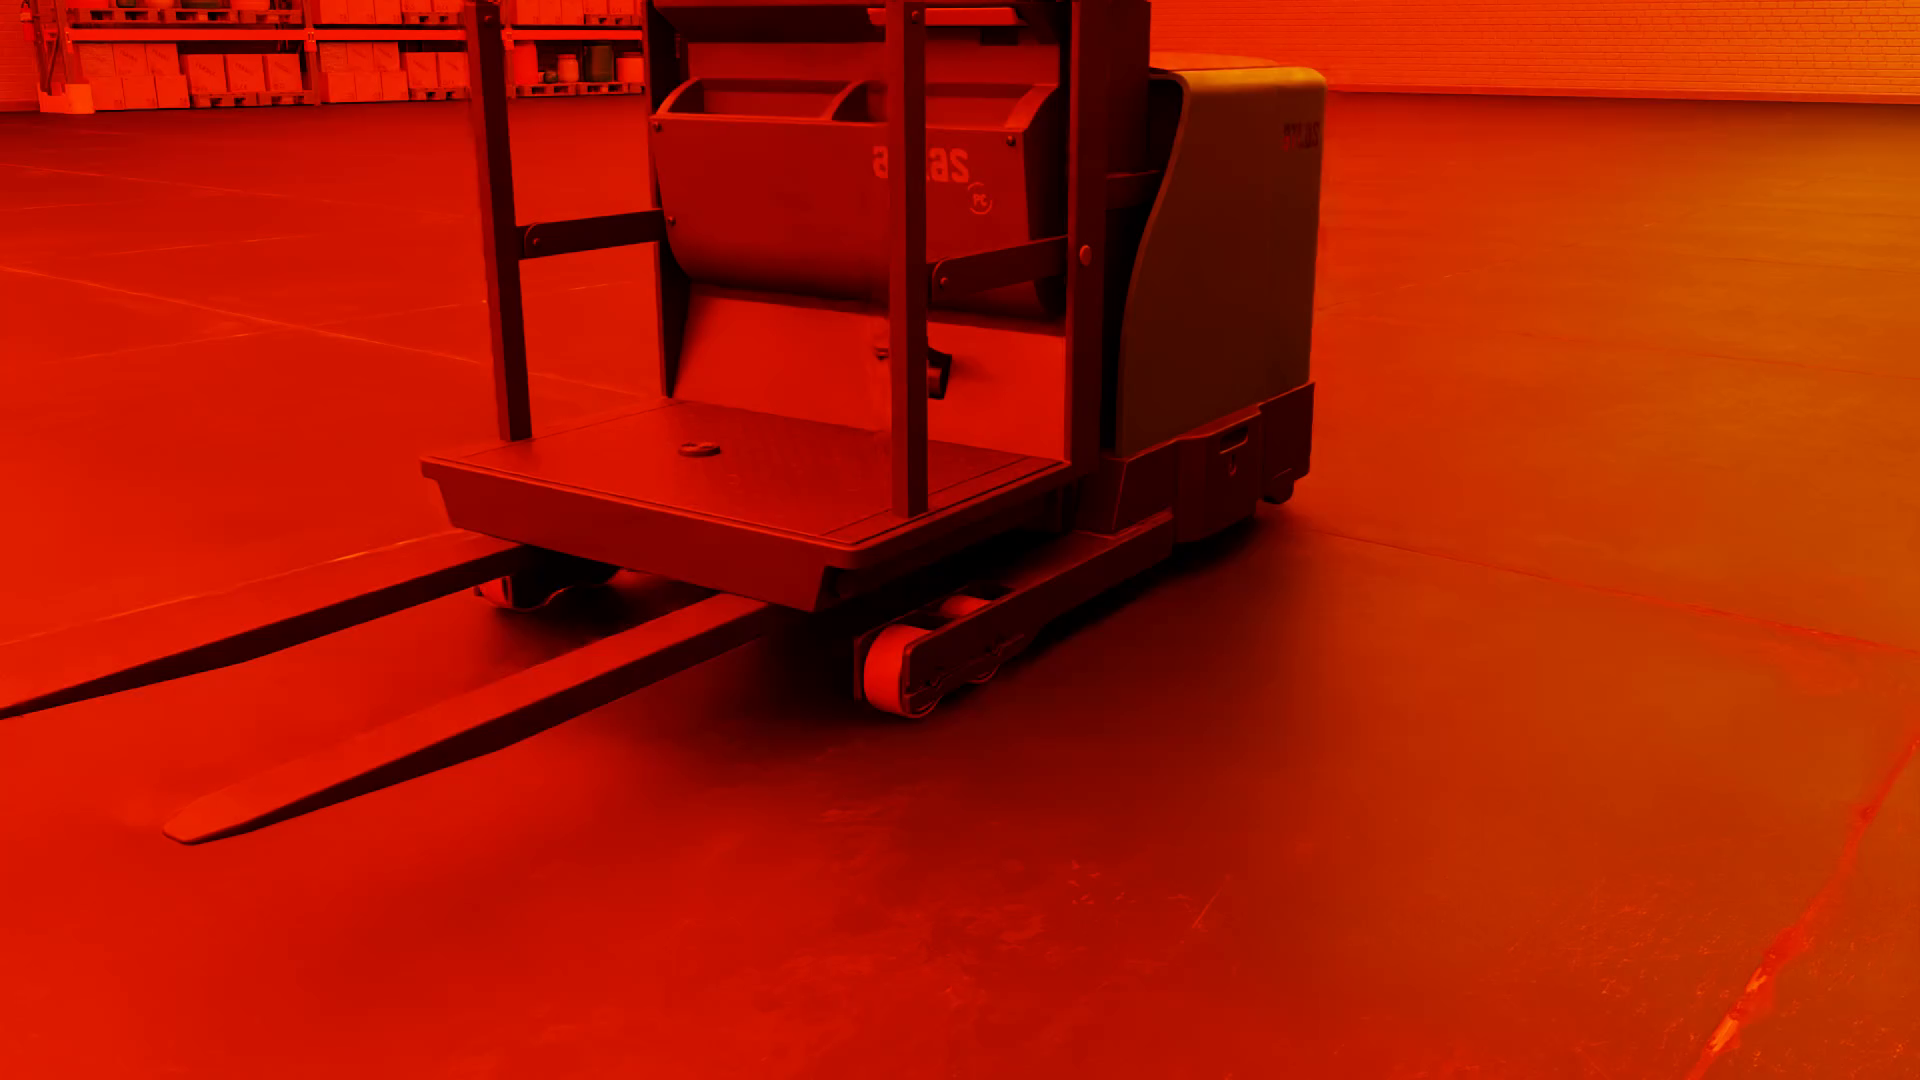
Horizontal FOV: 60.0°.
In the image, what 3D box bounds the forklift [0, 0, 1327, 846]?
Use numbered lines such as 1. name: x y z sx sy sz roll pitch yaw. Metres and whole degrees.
1. forklift: -0.346 -1.246 3.001 1.130 2.935 3.031 11 20 33
